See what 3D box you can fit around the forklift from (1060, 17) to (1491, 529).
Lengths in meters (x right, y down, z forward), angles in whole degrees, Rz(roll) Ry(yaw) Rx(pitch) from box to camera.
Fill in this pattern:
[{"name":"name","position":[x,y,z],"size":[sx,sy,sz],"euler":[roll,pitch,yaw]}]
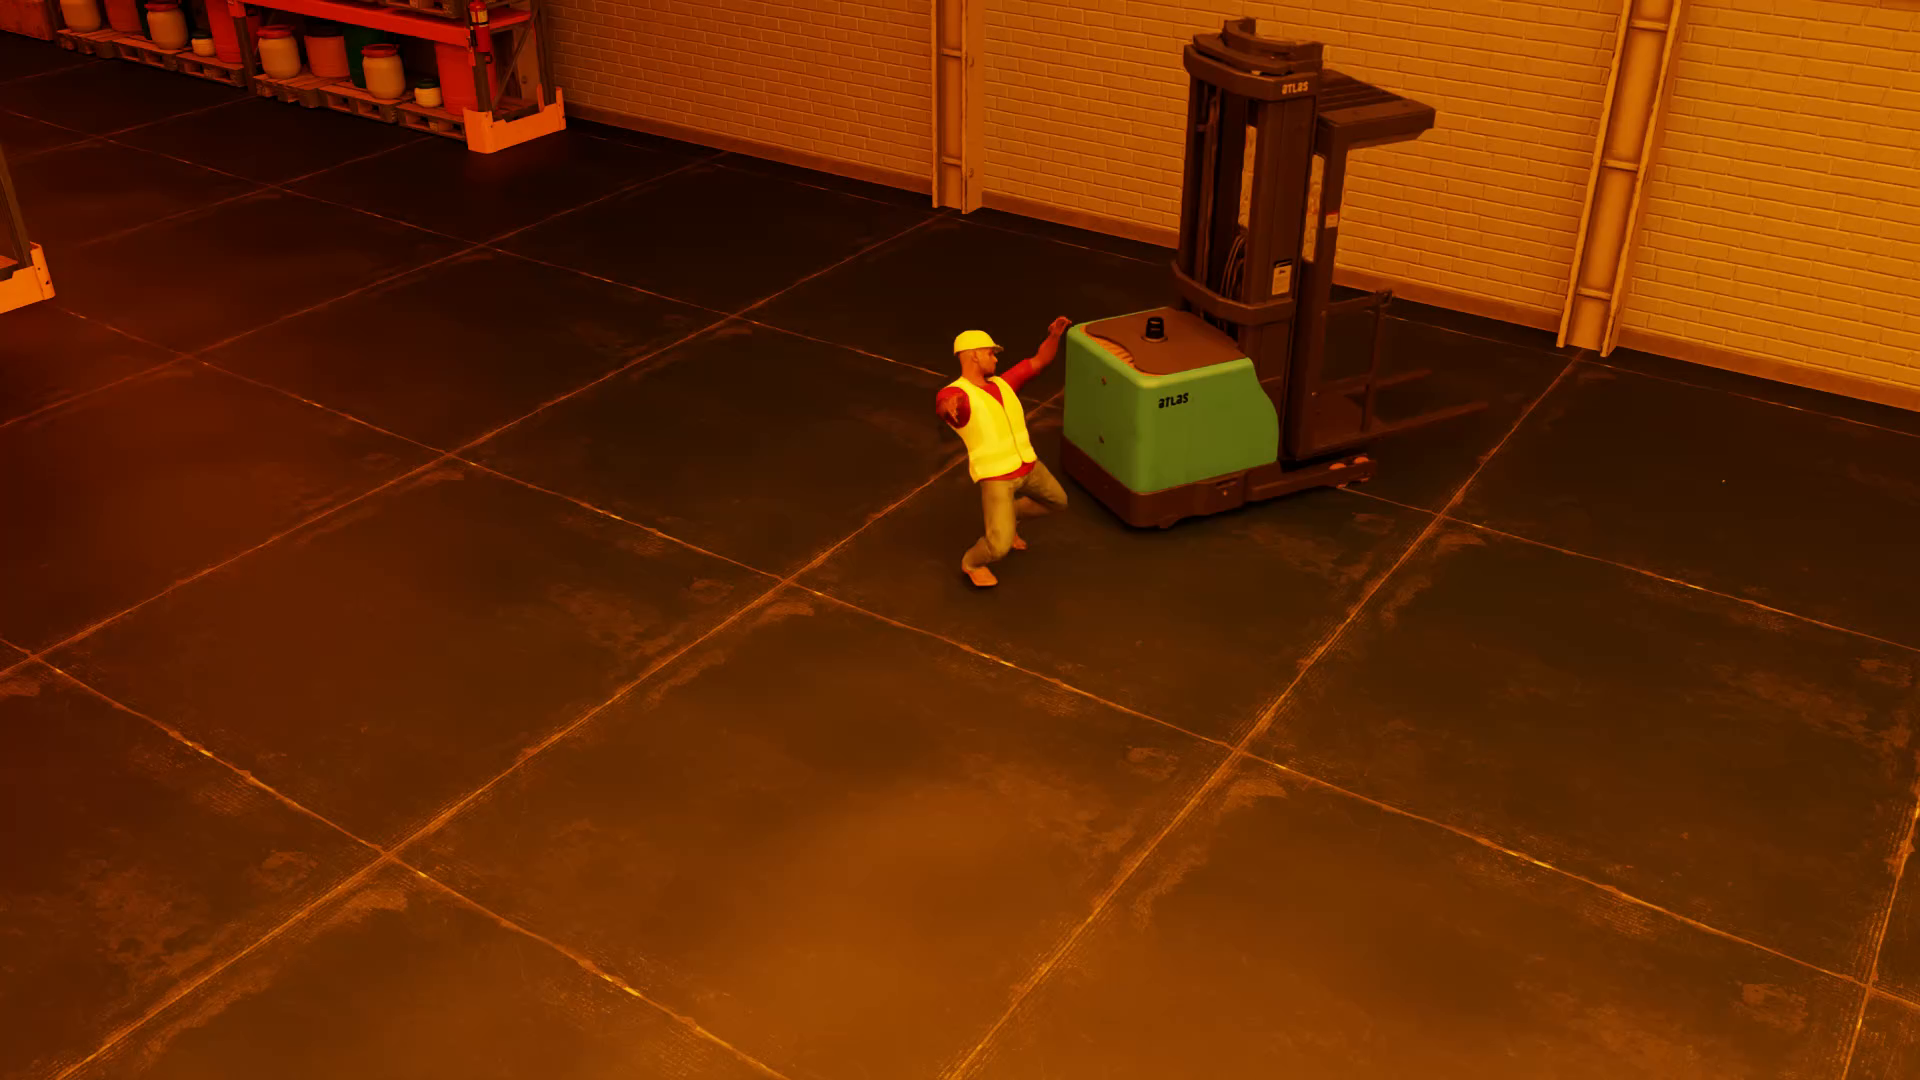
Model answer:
[{"name":"forklift","position":[2.228,-1.838,10.746],"size":[3.031,2.935,1.130],"euler":[-14,33,-22]}]

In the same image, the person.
[{"name":"person","position":[0.112,-0.483,9.681],"size":[0.702,1.622,1.090],"euler":[22,36,32]}]
